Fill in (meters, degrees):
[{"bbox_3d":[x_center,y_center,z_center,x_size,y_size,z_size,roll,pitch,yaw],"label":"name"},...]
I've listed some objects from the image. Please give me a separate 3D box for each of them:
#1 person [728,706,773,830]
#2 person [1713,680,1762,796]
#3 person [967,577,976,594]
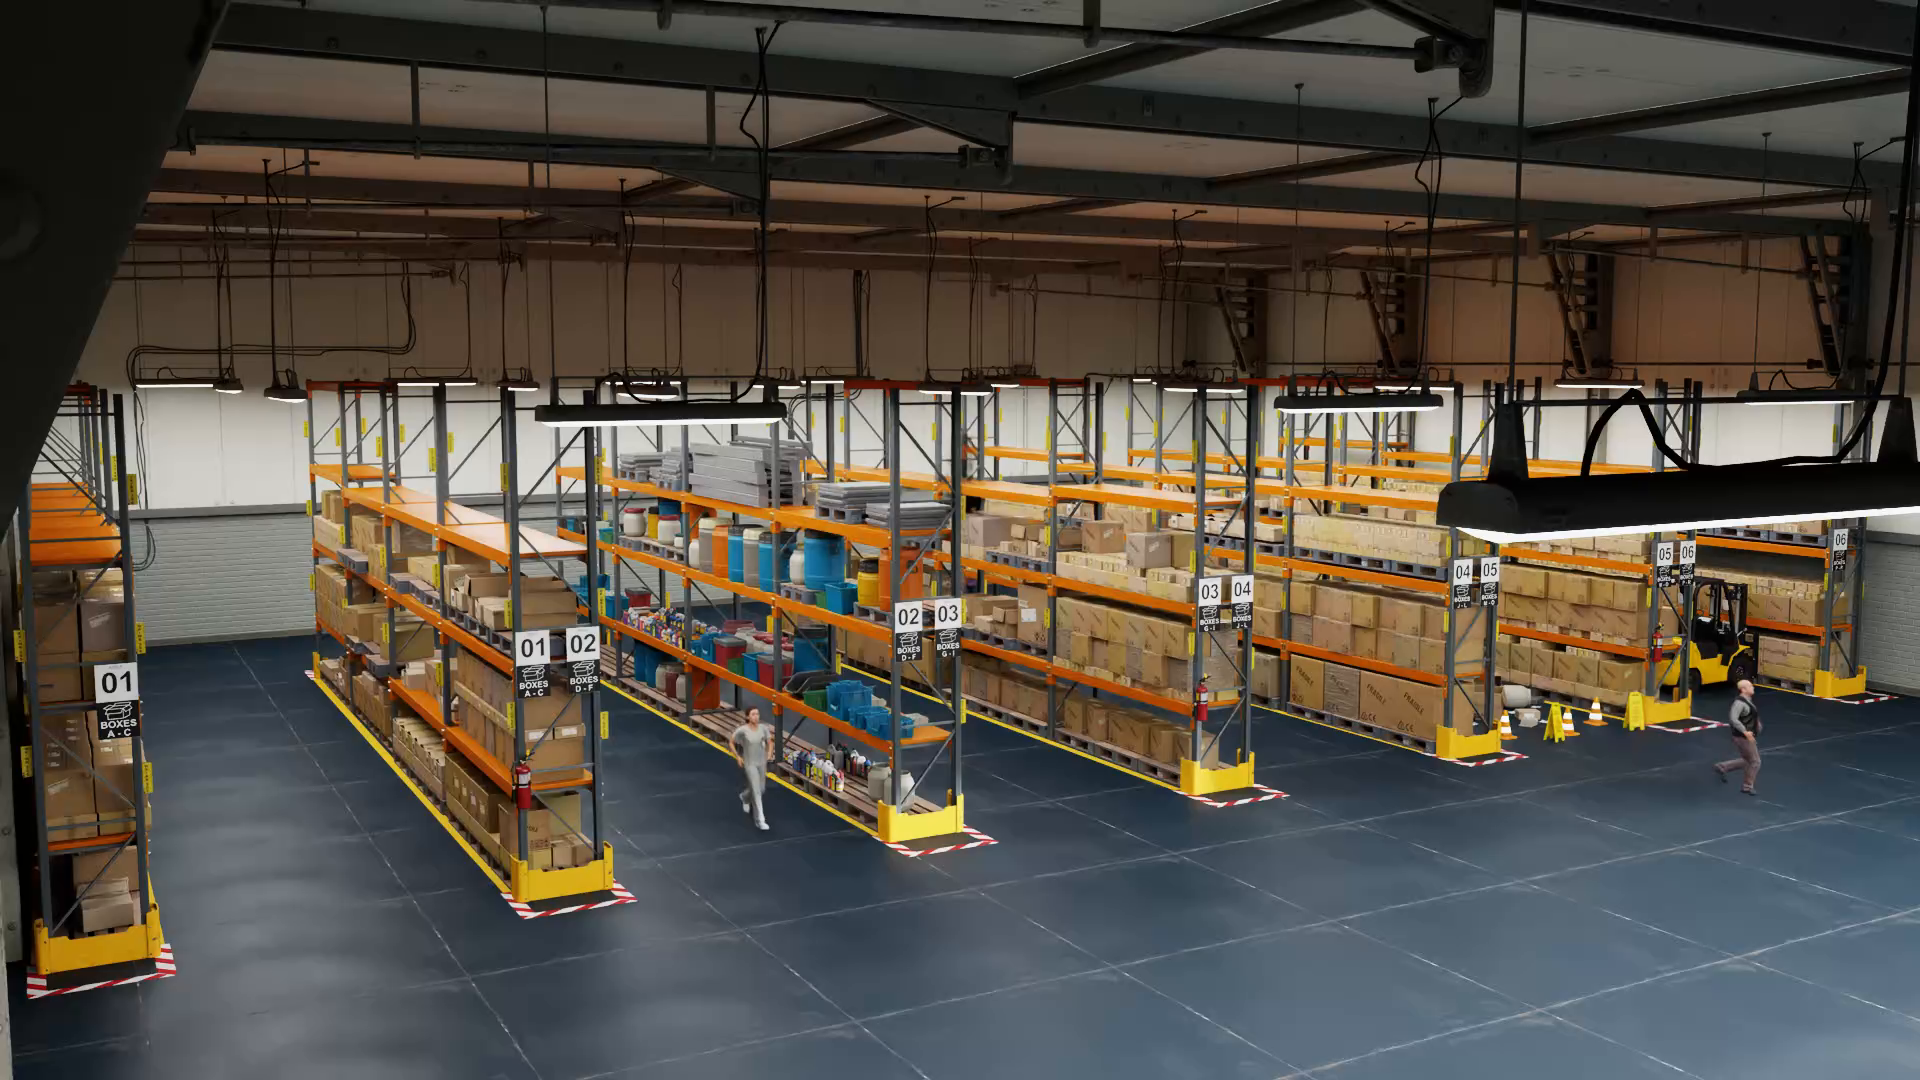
[{"bbox_3d":[-2.848,3.077,22.791,0.592,1.647,0.907,-4,7,-33],"label":"person"},{"bbox_3d":[11.492,2.896,24.506,0.686,1.708,0.659,3,7,28],"label":"person"},{"bbox_3d":[0.274,1.091,42.205,0.610,1.531,0.693,-2,6,-19],"label":"person"}]
